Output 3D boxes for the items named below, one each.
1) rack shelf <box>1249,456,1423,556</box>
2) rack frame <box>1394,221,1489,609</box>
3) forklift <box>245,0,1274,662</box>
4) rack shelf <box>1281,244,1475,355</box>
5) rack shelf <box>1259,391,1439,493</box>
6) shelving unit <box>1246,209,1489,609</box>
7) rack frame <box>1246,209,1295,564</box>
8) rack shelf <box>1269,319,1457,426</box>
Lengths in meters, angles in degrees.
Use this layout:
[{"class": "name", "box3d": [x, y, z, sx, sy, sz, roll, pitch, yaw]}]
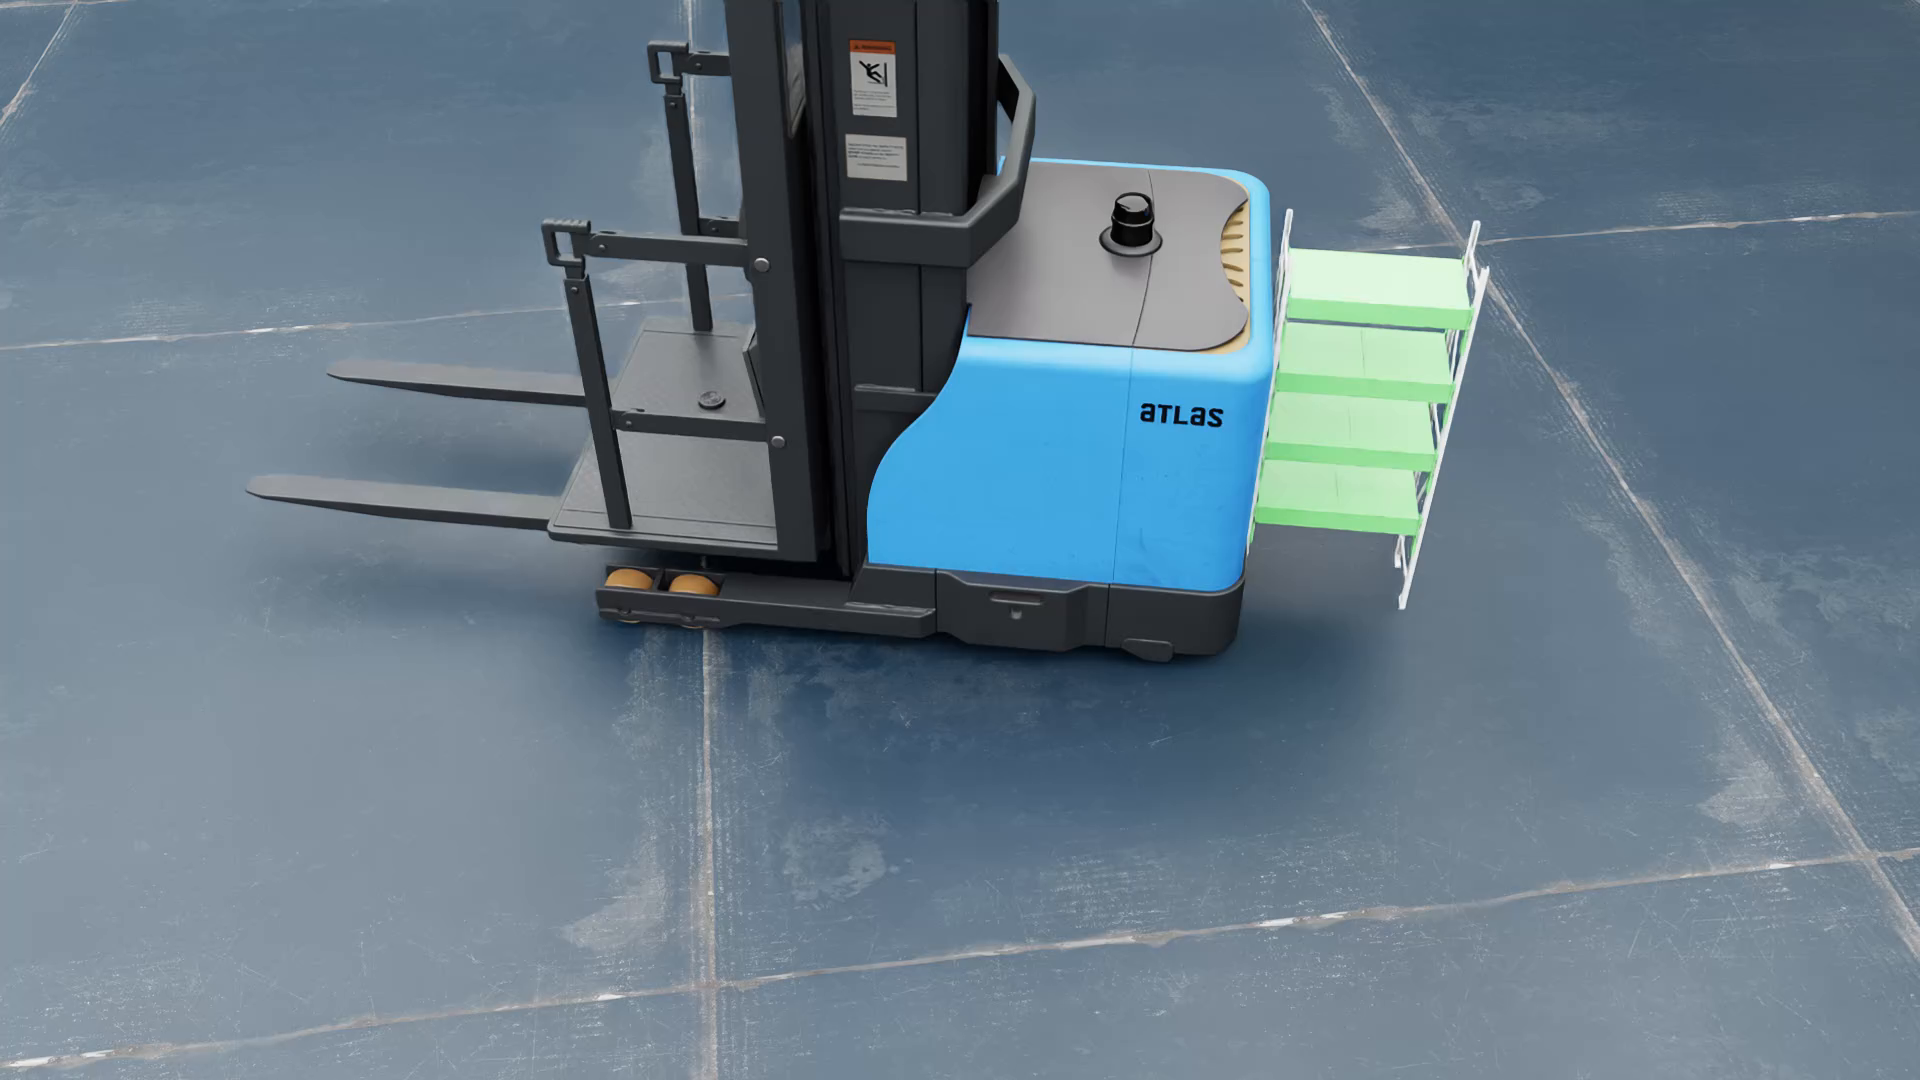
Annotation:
[{"class": "rack shelf", "box3d": [1.107, -0.111, 4.931, 0.480, 0.148, 0.258, 5, 42, 5]}, {"class": "rack frame", "box3d": [1.349, -0.316, 4.705, 0.015, 1.200, 0.240, 5, 42, 5]}, {"class": "forklift", "box3d": [-0.645, -1.170, 4.359, 3.031, 2.935, 1.130, 5, 42, 5]}, {"class": "rack shelf", "box3d": [1.107, -0.646, 4.449, 0.480, 0.148, 0.258, 5, 42, 5]}, {"class": "rack shelf", "box3d": [1.107, -0.289, 4.770, 0.480, 0.148, 0.258, 5, 42, 5]}, {"class": "shelving unit", "box3d": [1.107, -0.337, 4.727, 0.503, 1.200, 0.258, 5, 42, 5]}, {"class": "rack frame", "box3d": [0.865, -0.357, 4.750, 0.015, 1.200, 0.240, 5, 42, 5]}, {"class": "rack shelf", "box3d": [1.107, -0.467, 4.610, 0.480, 0.148, 0.258, 5, 42, 5]}]
